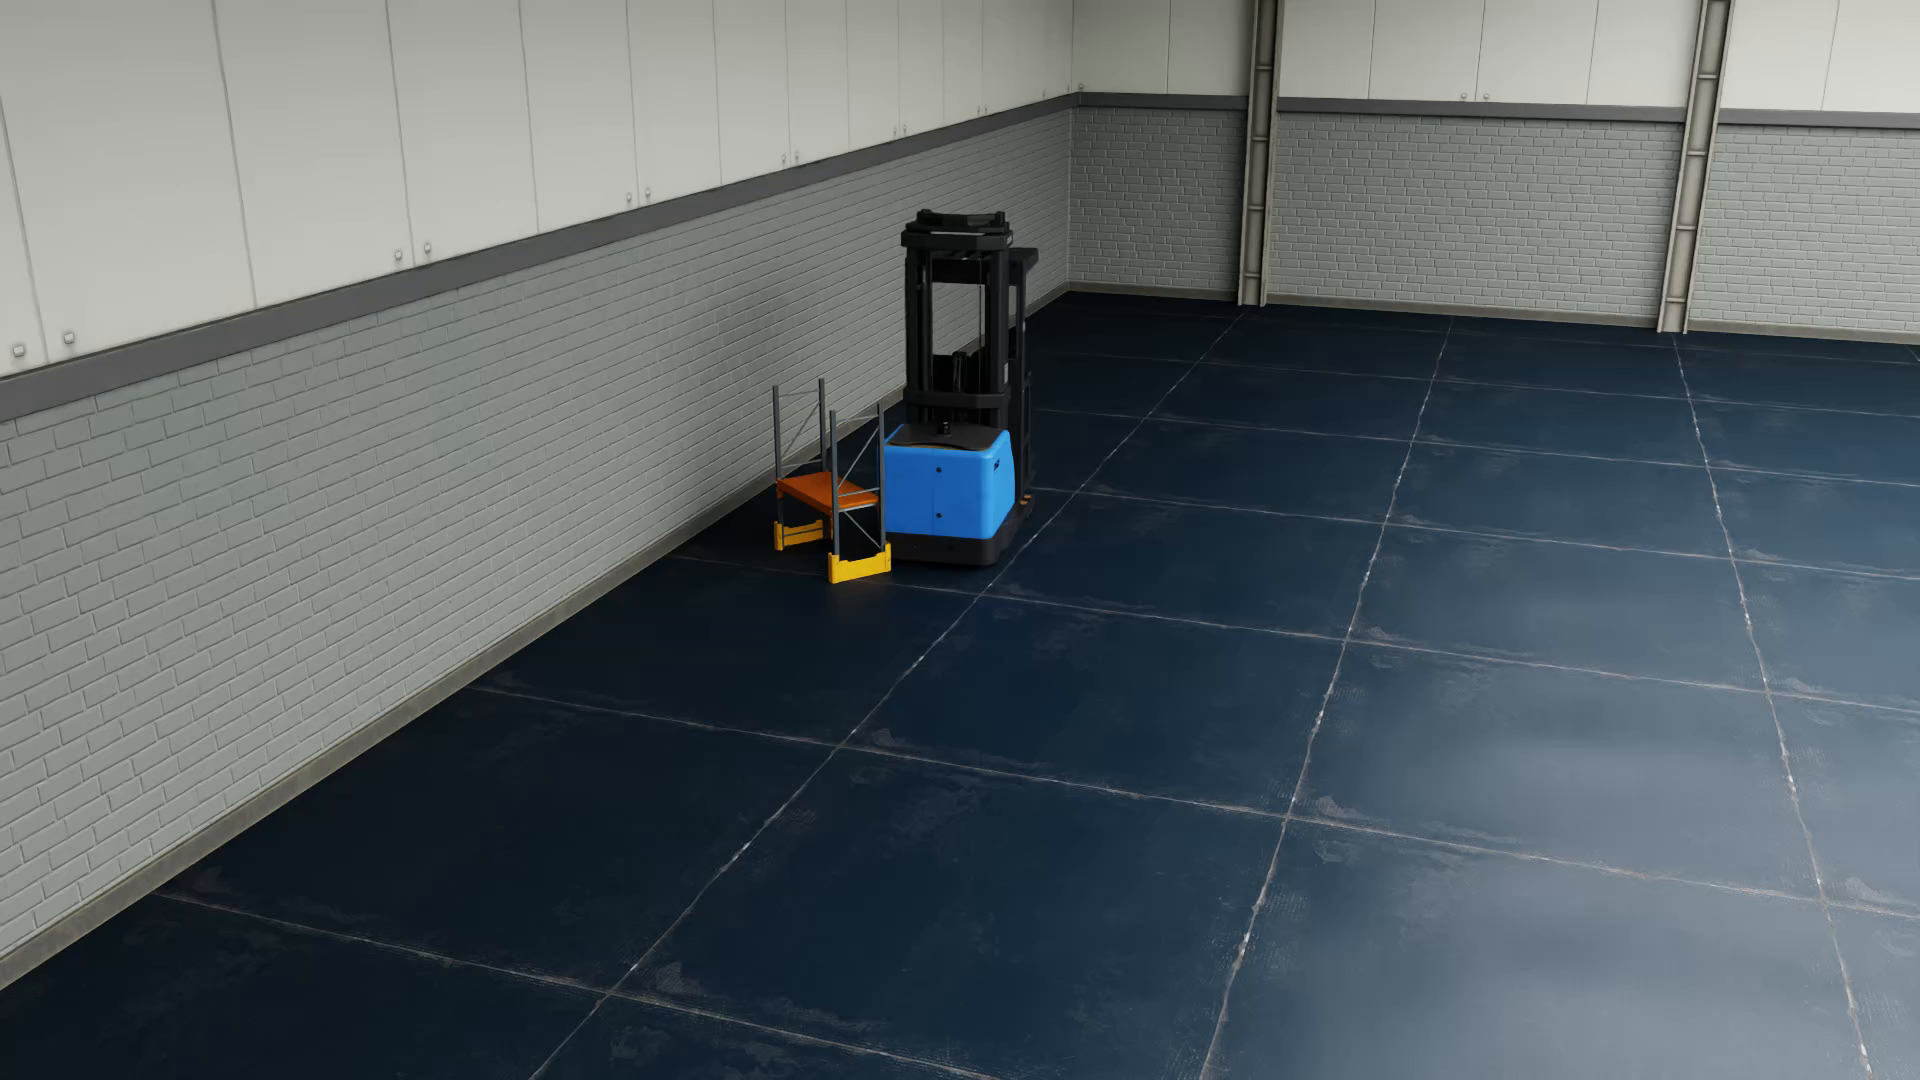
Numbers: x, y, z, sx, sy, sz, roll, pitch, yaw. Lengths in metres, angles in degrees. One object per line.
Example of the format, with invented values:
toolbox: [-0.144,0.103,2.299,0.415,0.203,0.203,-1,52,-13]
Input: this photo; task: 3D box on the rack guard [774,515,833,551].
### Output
rack guard: [-1.408,-0.085,15.055,0.587,0.250,0.087,-12,23,-31]

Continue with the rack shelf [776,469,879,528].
rack shelf: [-1.139,-0.371,14.524,0.538,0.185,1.000,-12,23,-31]

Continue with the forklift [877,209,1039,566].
forklift: [0.101,-1.611,15.361,1.130,2.935,3.031,4,20,12]

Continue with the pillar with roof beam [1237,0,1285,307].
pillar with roof beam: [3.087,-6.551,20.313,0.400,9.000,9.100,7,20,18]

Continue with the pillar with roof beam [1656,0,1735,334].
pillar with roof beam: [8.755,-5.903,18.454,0.400,9.000,9.100,7,20,18]

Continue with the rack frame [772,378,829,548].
rack frame: [-1.419,-0.681,14.865,0.500,1.500,0.032,-12,23,-31]

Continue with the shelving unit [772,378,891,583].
shelving unit: [-1.134,-0.539,14.457,0.587,1.500,1.083,-12,23,-31]

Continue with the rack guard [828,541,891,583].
rack guard: [-0.860,0.188,14.270,0.587,0.250,0.087,-12,23,-31]

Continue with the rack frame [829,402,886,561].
rack frame: [-0.859,-0.401,14.064,0.500,1.500,0.032,-12,23,-31]
